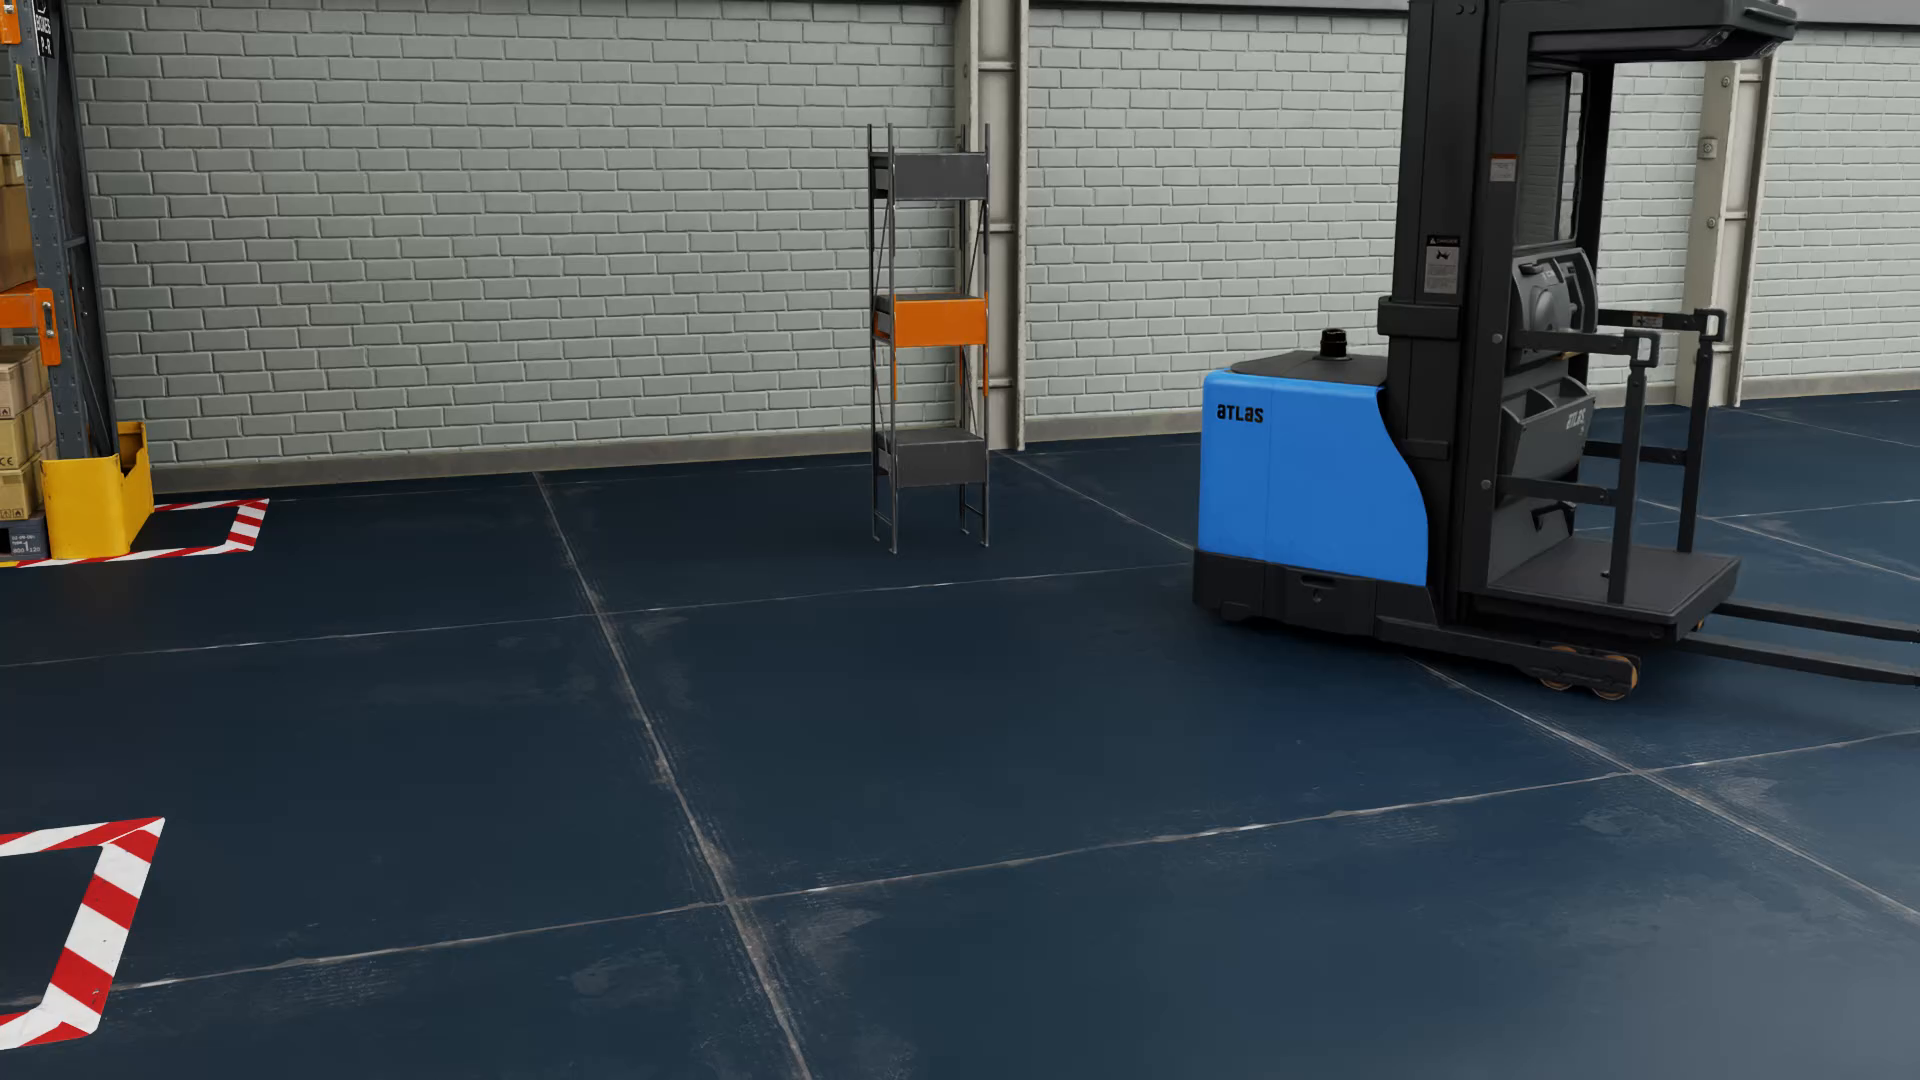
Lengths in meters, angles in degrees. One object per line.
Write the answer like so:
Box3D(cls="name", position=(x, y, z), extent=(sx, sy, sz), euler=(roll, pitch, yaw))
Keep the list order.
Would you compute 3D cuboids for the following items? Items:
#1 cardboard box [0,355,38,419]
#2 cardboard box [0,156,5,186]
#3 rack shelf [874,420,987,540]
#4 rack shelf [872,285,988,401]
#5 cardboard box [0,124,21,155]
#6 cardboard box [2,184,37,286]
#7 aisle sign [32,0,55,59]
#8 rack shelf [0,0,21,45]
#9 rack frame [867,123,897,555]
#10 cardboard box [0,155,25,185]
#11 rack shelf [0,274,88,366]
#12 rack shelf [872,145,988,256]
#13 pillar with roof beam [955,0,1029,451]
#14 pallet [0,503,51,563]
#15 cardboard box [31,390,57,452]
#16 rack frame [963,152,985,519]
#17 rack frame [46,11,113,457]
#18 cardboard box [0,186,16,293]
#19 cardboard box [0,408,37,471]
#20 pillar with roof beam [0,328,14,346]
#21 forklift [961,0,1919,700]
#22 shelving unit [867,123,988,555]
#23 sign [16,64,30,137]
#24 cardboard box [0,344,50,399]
Box3D(cls="cardboard box", position=(-4.875, -0.744, 8.164), extent=(0.500, 0.250, 0.500), euler=(-4, 14, -16))
Box3D(cls="cardboard box", position=(-4.777, -1.771, 7.988), extent=(0.250, 0.149, 0.380), euler=(-4, 14, -17))
Box3D(cls="rack shelf", position=(-0.157, -0.315, 8.514), extent=(0.480, 0.518, 0.431), euler=(-4, 14, -18))
Box3D(cls="rack shelf", position=(-0.157, -0.996, 8.352), extent=(0.480, 0.518, 0.431), euler=(-4, 14, -18))
Box3D(cls="cardboard box", position=(-4.924, -2.025, 8.412), extent=(0.250, 0.149, 0.380), euler=(-5, 14, -19))
Box3D(cls="cardboard box", position=(-5.096, -1.567, 8.531), extent=(0.500, 0.500, 0.500), euler=(-4, 14, -16))
Box3D(cls="aisle sign", position=(-4.382, -2.699, 7.889), extent=(0.004, 0.787, 0.394), euler=(-4, 14, -18))
Box3D(cls="rack shelf", position=(-6.434, -2.455, 7.556), extent=(4.000, 0.370, 1.077), euler=(-4, 14, -18))
Box3D(cls="rack frame", position=(-0.388, -0.991, 8.273), extent=(0.015, 2.100, 0.400), euler=(-4, 14, -18))
Box3D(cls="cardboard box", position=(-4.942, -1.890, 8.488), extent=(0.250, 0.149, 0.380), euler=(-5, 14, -20))
Box3D(cls="rack shelf", position=(-6.434, -0.996, 7.903), extent=(4.000, 0.370, 1.077), euler=(-4, 14, -18))
Box3D(cls="rack shelf", position=(-0.157, -1.677, 8.190), extent=(0.480, 0.518, 0.431), euler=(-4, 14, -18))
Box3D(cls="pillar with roof beam", position=(1.574, -4.057, 6.254), extent=(0.400, 9.000, 9.100), euler=(-4, 14, -18))
Box3D(cls="pallet", position=(-5.249, -0.072, 8.487), extent=(1.213, 0.211, 1.003), euler=(-4, 14, -18))
Box3D(cls="cardboard box", position=(-5.050, -0.614, 8.698), extent=(0.500, 0.250, 0.500), euler=(-4, 14, -17))
Box3D(cls="rack frame", position=(0.074, -1.028, 8.425), extent=(0.006, 1.831, 0.380), euler=(-4, 14, -18))
Box3D(cls="rack frame", position=(-4.537, -1.493, 8.438), extent=(0.053, 2.616, 0.949), euler=(-4, 14, -18))
Box3D(cls="cardboard box", position=(-4.921, -1.448, 8.034), extent=(0.500, 0.500, 0.500), euler=(-5, 14, -19))
Box3D(cls="cardboard box", position=(-4.900, -0.499, 8.213), extent=(0.500, 0.250, 0.500), euler=(-5, 14, -19))
Box3D(cls="pillar with roof beam", position=(-4.112, -3.614, 4.392), extent=(0.400, 9.000, 9.100), euler=(-4, 14, -18))
Box3D(cls="forklift", position=(1.780, -1.095, 6.913), extent=(4.810, 2.935, 1.130), euler=(10, 17, 35))
Box3D(cls="shelving unit", position=(-0.159, -1.009, 8.348), extent=(0.499, 2.100, 0.431), euler=(-4, 14, -18))
Box3D(cls="sign", position=(-4.378, -2.052, 7.775), extent=(0.005, 0.325, 0.100), euler=(-4, 14, -18))
Box3D(cls="cardboard box", position=(-5.054, -0.853, 8.620), extent=(0.500, 0.250, 0.500), euler=(-5, 14, -19))
